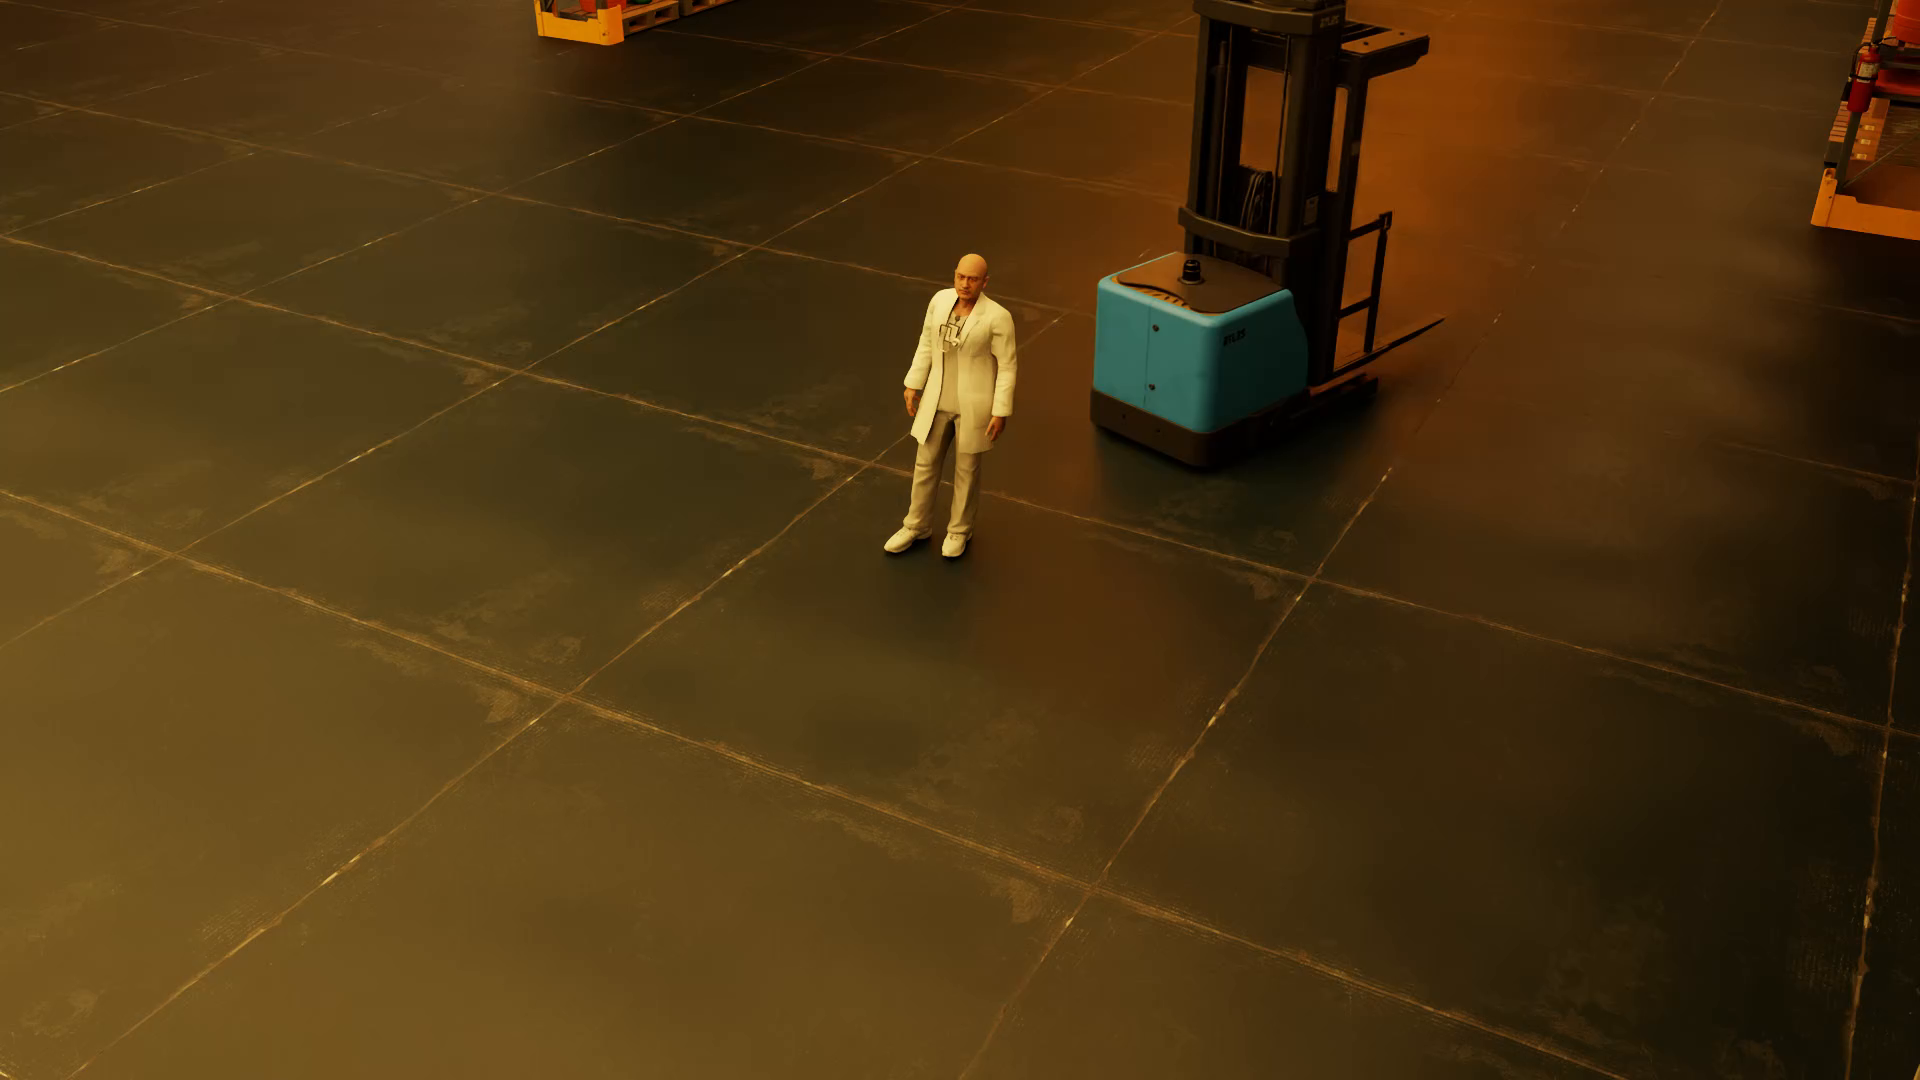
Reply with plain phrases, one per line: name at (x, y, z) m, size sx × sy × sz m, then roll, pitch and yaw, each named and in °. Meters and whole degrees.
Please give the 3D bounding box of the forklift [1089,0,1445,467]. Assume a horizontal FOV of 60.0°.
forklift at (2.303, -2.359, 11.158) m, size 3.031 × 2.935 × 1.130 m, roll -25°, pitch 38°, yaw -36°

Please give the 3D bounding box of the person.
person at (-0.048, -0.737, 9.487) m, size 0.698 × 1.777 × 0.578 m, roll 15°, pitch 33°, yaw 25°
